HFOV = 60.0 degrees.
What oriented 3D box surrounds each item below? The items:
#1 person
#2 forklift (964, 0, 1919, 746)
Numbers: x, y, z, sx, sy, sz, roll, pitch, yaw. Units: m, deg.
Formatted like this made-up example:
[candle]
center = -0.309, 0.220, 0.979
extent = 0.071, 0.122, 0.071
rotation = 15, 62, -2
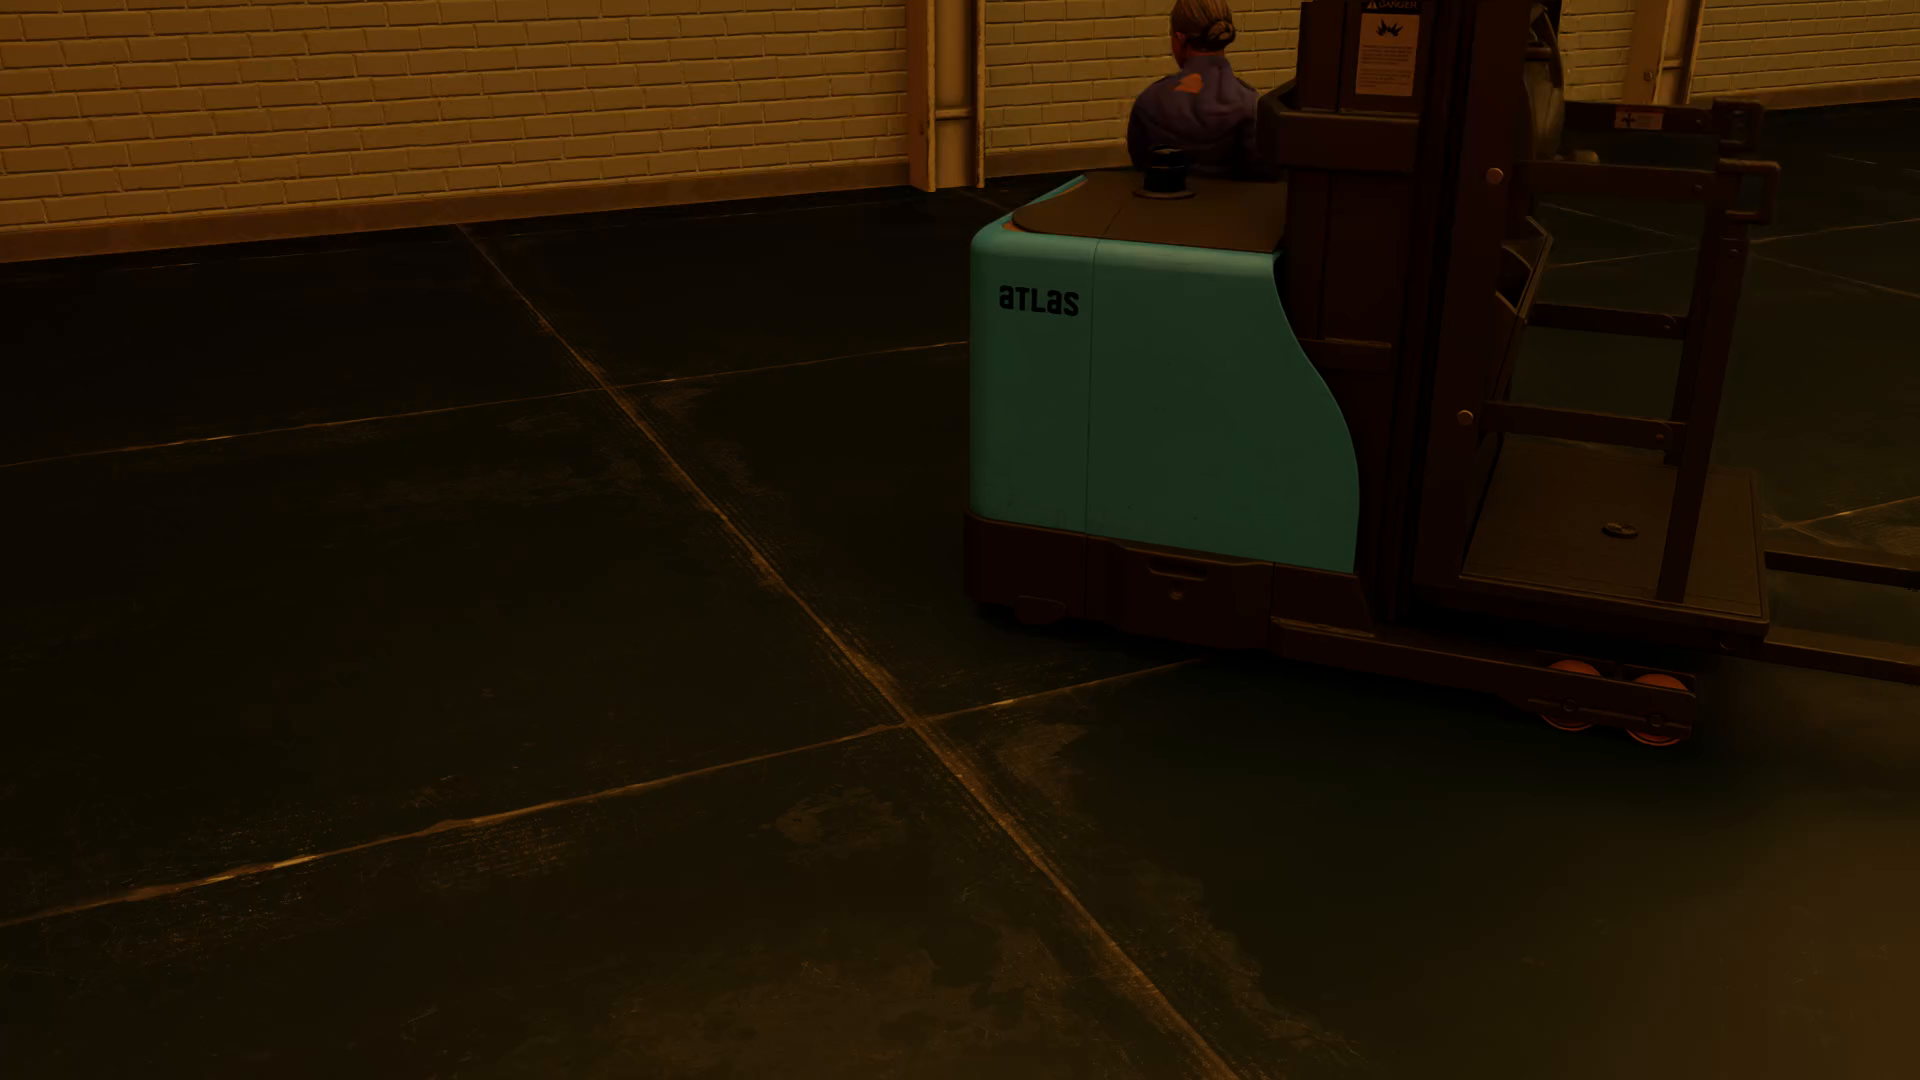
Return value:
[person]
center = 0.797, -0.831, 5.036
extent = 0.620, 1.612, 0.789
rotation = 12, 25, 26
[forklift]
center = 1.579, -1.097, 3.928
extent = 3.031, 2.935, 1.130
rotation = 9, 24, 20
